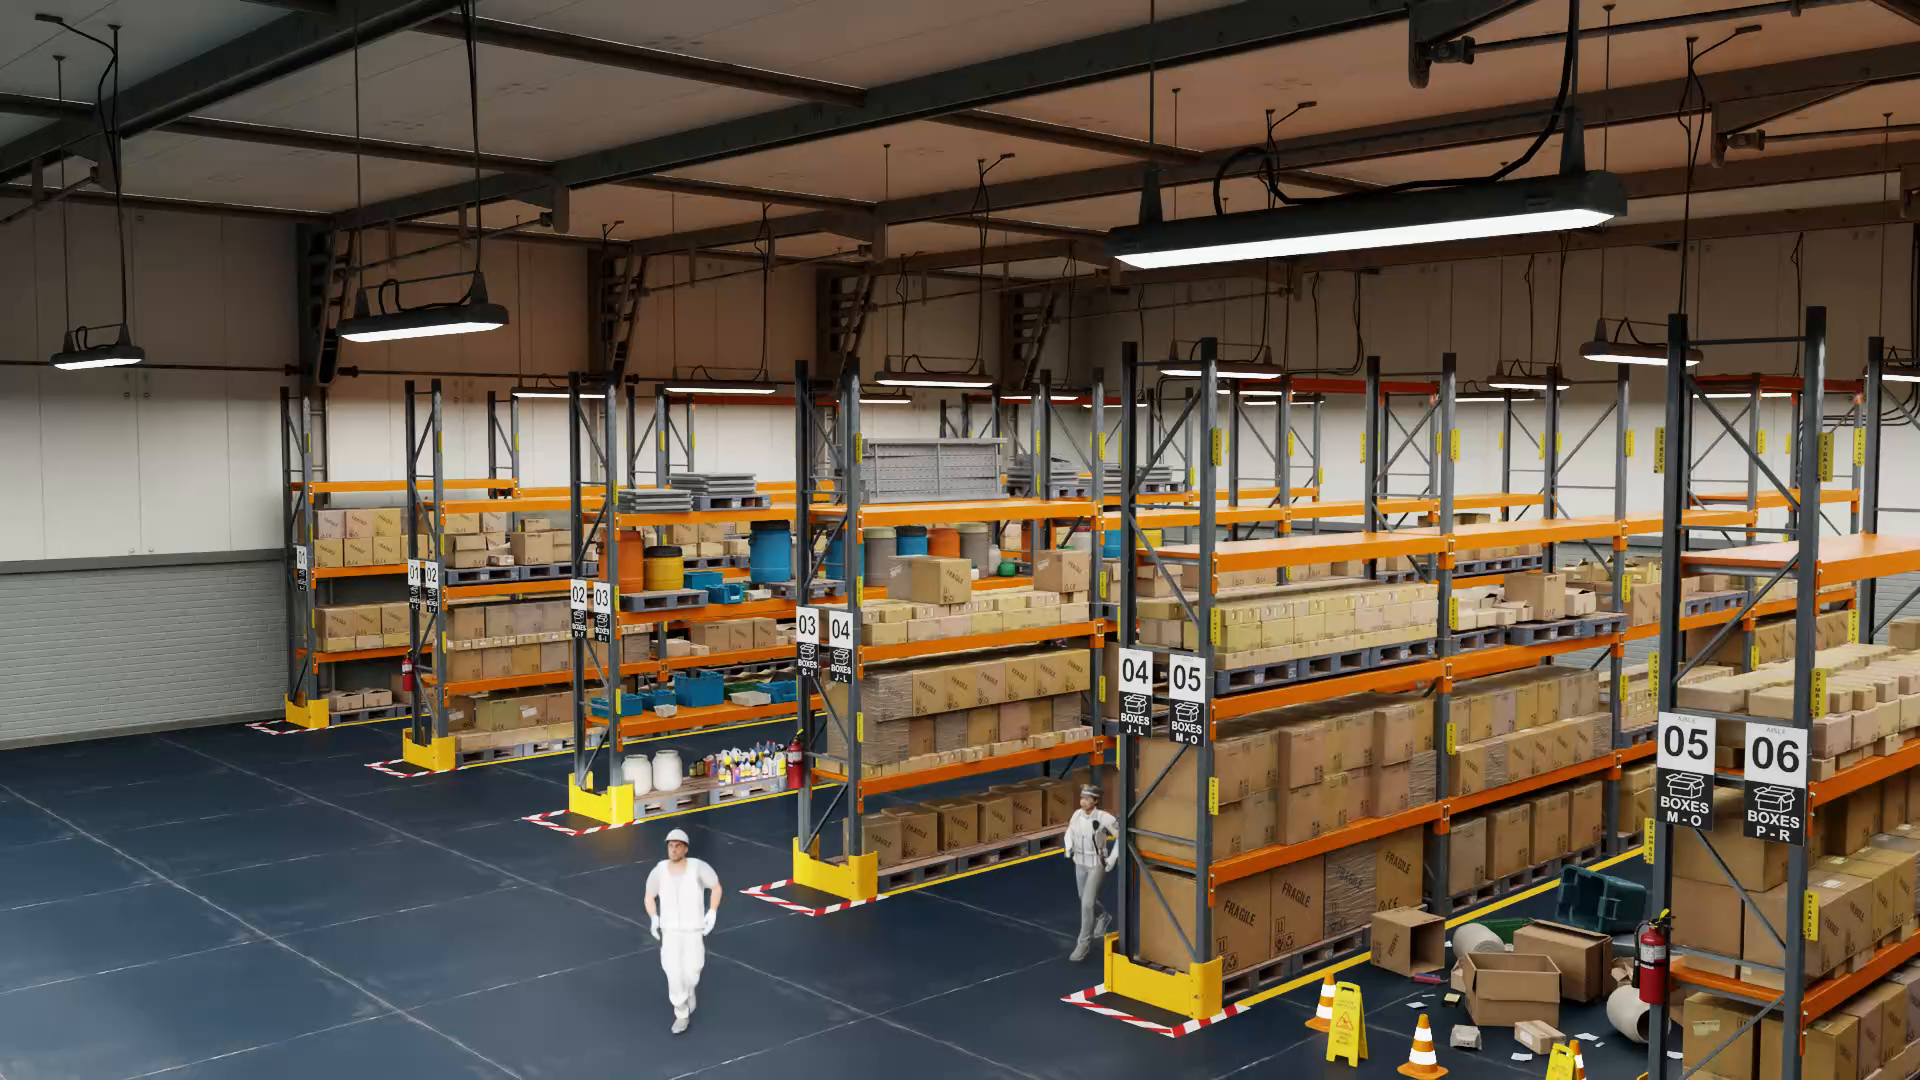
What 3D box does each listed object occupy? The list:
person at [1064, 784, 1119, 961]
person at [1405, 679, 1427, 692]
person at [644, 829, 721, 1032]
[{"bbox_3d":[1.330,3.263,16.591,0.638,1.710,0.818,3,5,39],"label":"person"},{"bbox_3d":[6.586,2.789,23.813,0.603,1.783,0.860,3,5,42],"label":"person"},{"bbox_3d":[-2.414,3.374,14.415,0.661,1.745,0.548,0,4,-2],"label":"person"}]
